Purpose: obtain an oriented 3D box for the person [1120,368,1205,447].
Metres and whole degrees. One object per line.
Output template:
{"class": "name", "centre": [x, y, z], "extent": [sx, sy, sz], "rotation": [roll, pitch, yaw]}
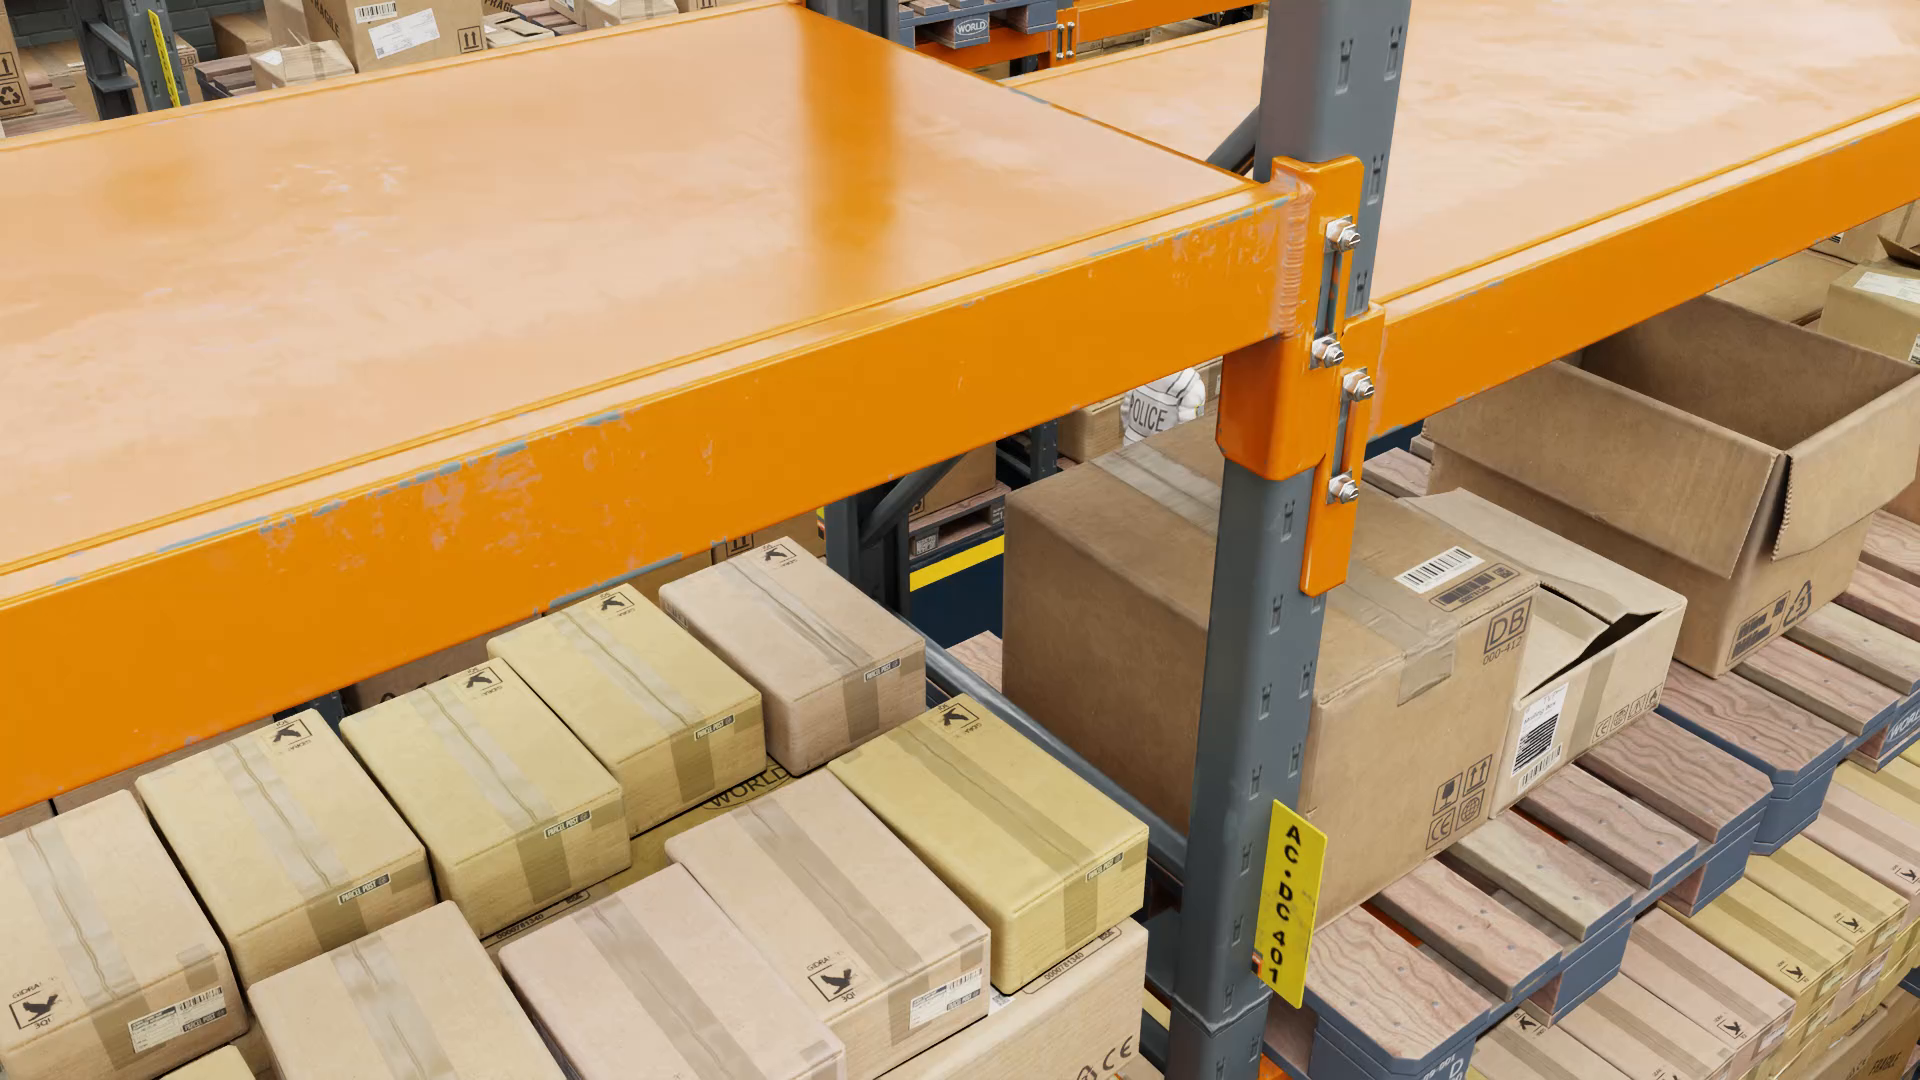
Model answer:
{"class": "person", "centre": [1.007, -0.366, 8.212], "extent": [0.375, 1.662, 0.526], "rotation": [-23, 39, -32]}
